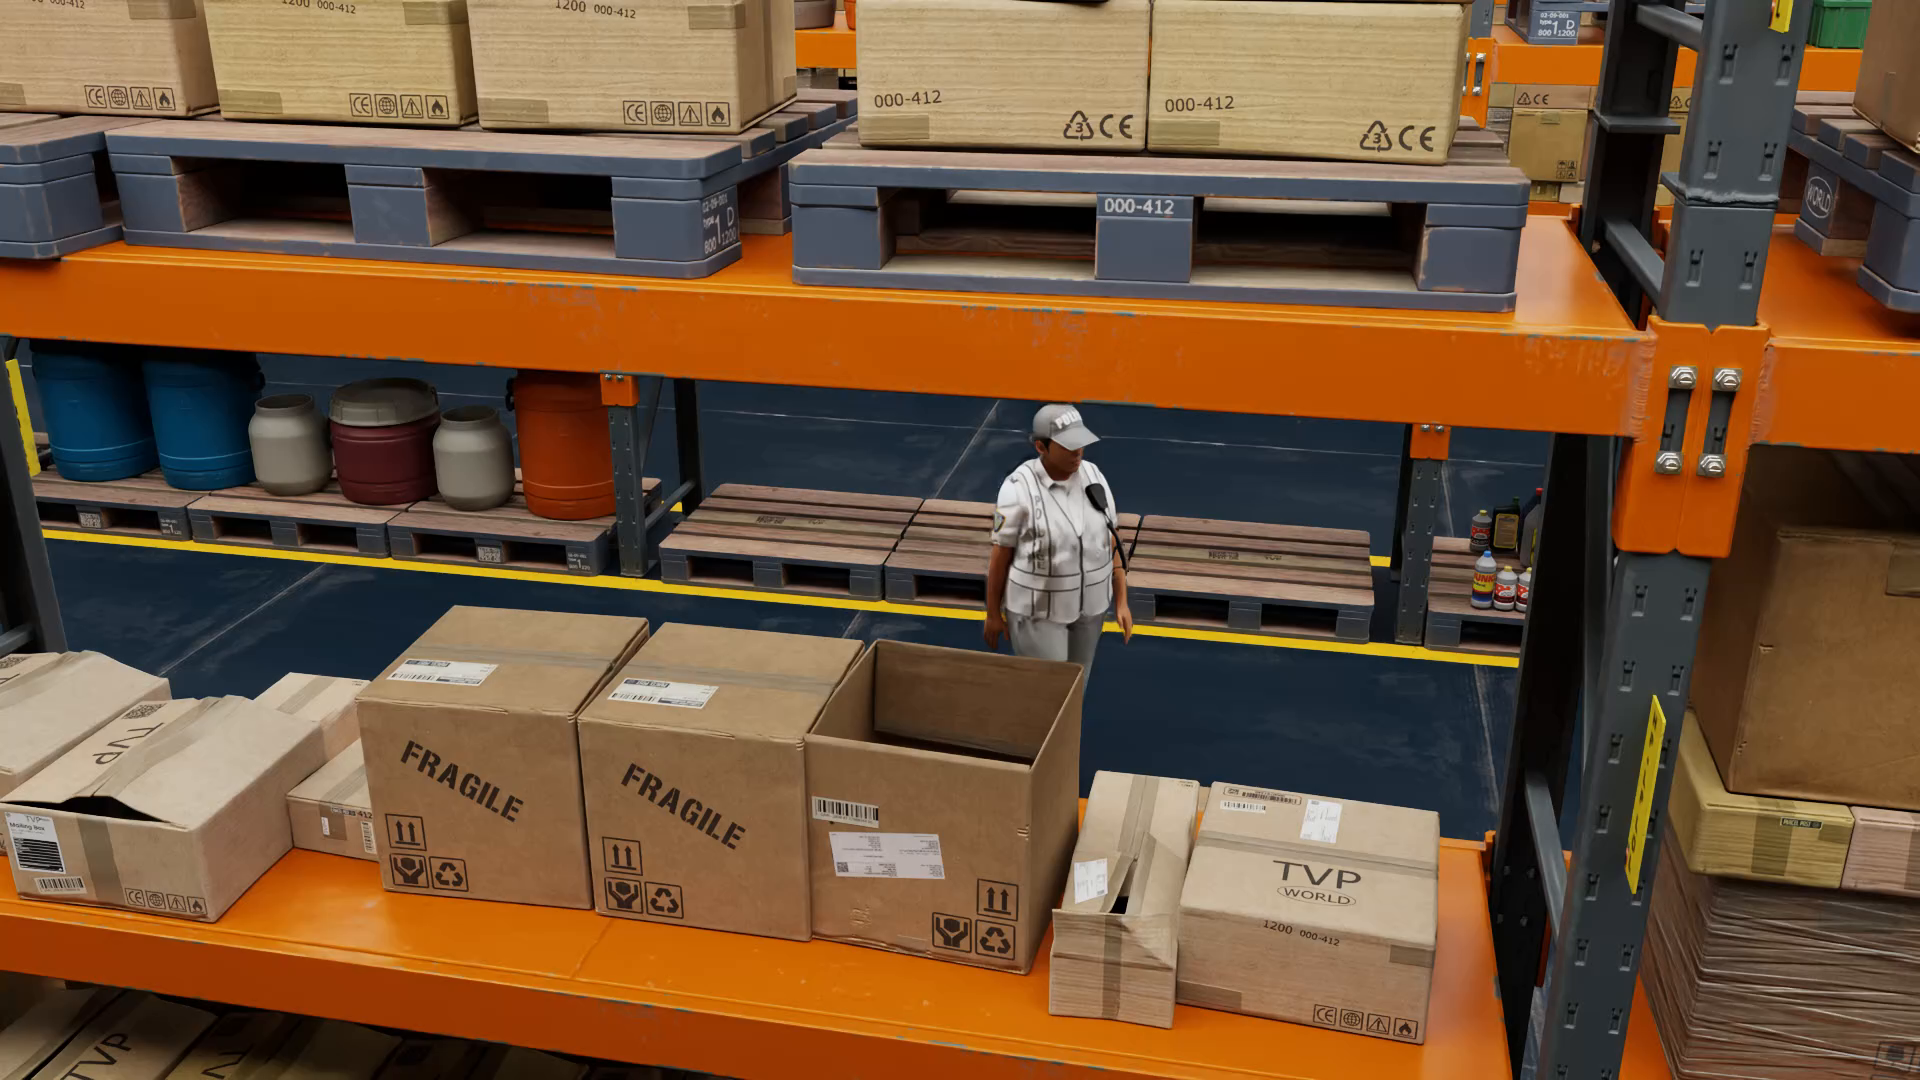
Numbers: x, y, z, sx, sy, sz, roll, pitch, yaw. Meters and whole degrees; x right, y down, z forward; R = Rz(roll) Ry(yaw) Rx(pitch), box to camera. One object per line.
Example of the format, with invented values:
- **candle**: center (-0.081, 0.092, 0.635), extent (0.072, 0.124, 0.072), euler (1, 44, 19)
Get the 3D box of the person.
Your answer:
- **person**: center (0.429, 0.315, 6.311), extent (0.529, 1.678, 0.696), euler (-12, 24, -27)
